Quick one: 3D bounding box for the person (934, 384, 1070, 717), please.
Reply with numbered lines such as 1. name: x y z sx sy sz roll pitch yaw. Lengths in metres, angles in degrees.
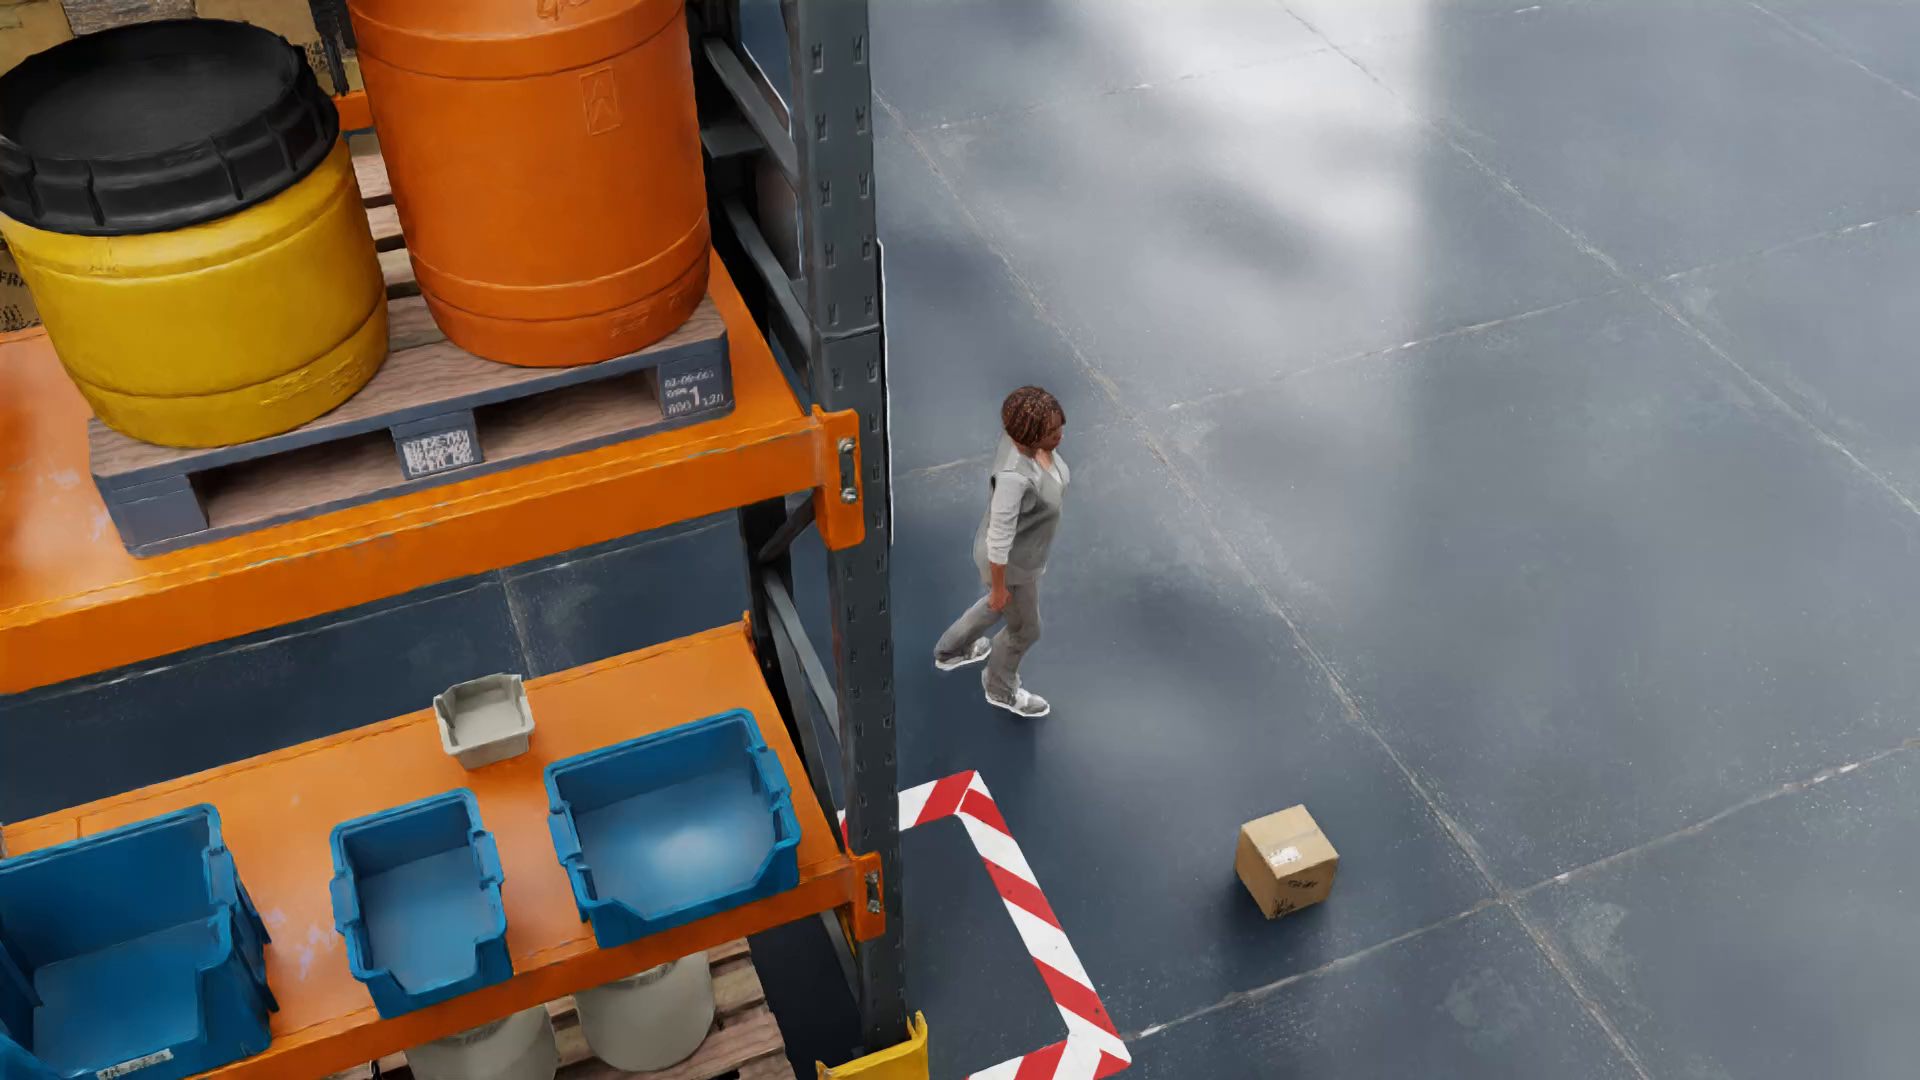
1. person: 0.133 0.041 6.130 0.502 1.579 0.459 8 43 8
